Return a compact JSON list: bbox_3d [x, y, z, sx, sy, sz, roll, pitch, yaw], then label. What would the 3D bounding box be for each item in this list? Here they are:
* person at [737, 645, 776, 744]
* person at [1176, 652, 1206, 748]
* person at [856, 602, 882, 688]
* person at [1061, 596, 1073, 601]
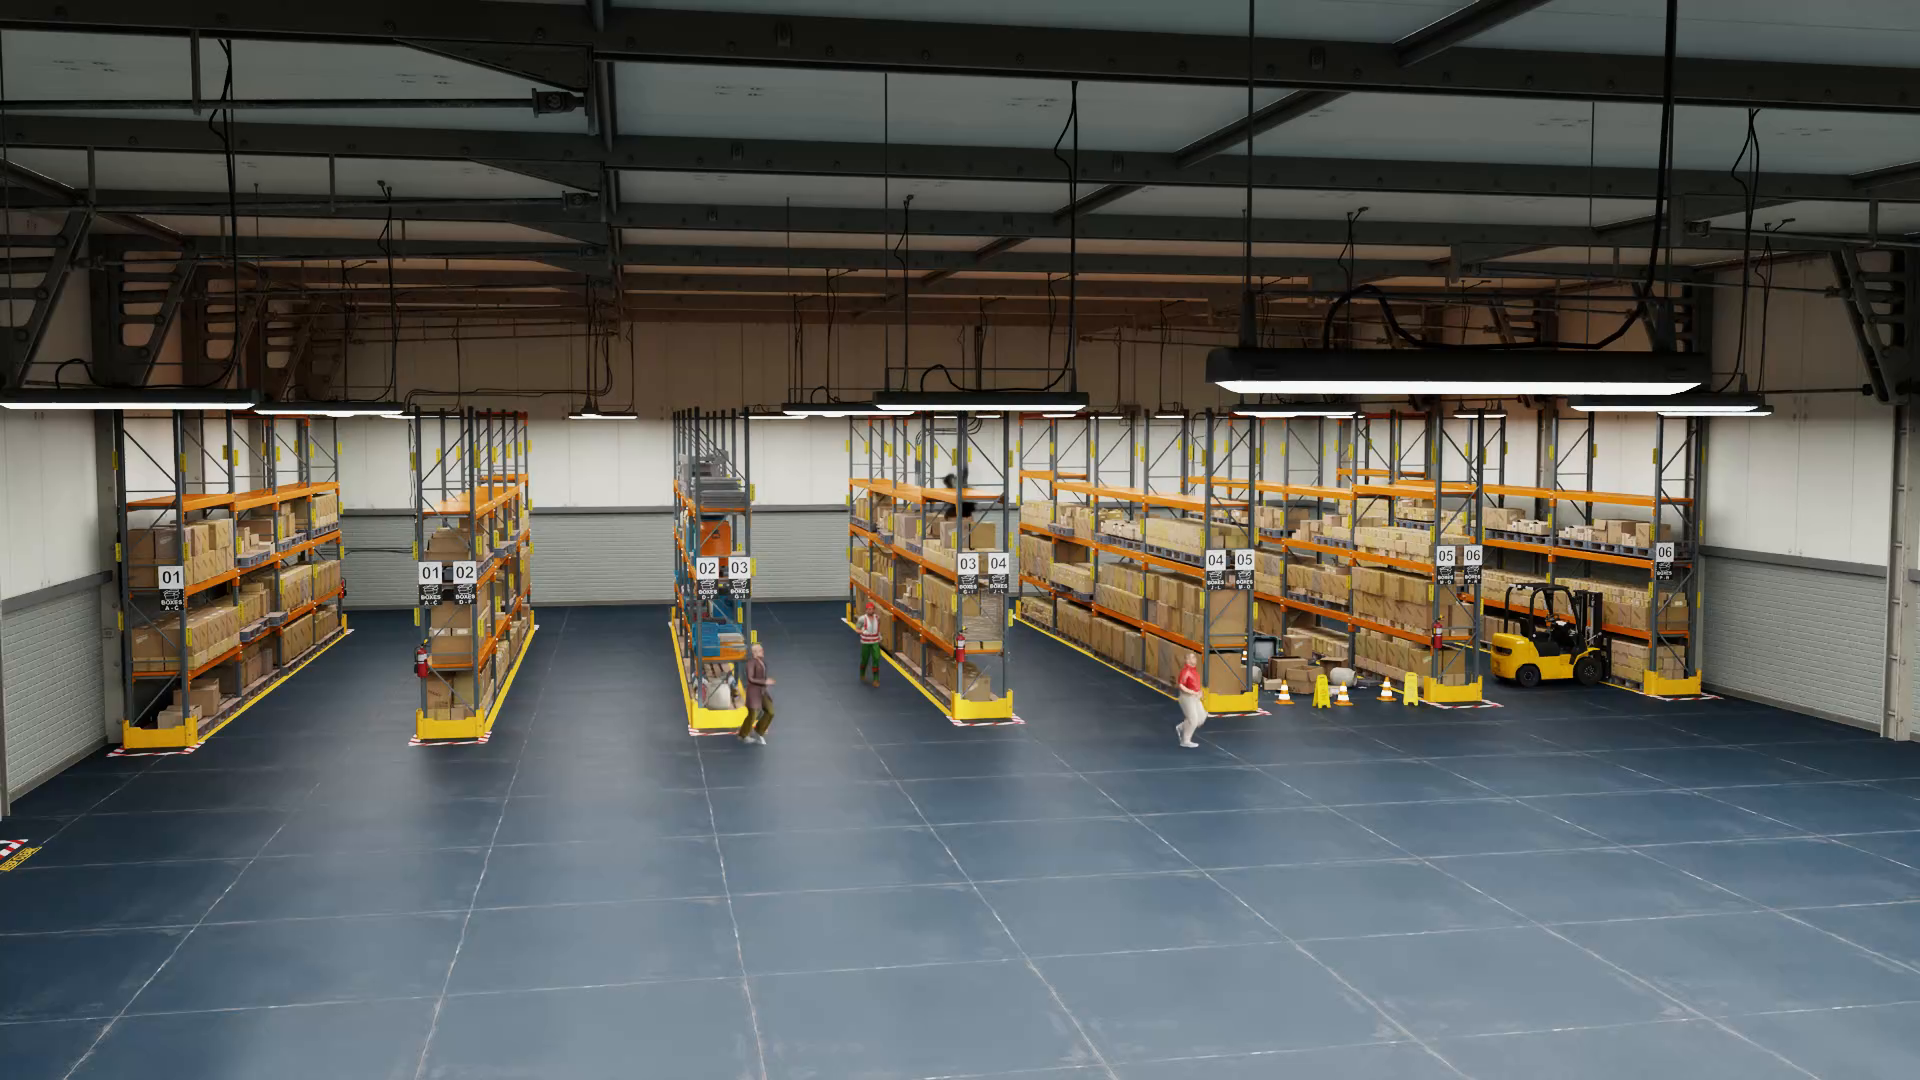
[{"bbox_3d":[-3.579,2.764,29.505,0.787,1.833,0.733,2,4,22],"label":"person"},{"bbox_3d":[4.046,2.803,29.213,0.596,1.677,0.640,2,5,26],"label":"person"},{"bbox_3d":[-1.979,2.256,36.158,0.613,1.823,0.894,-1,4,-19],"label":"person"},{"bbox_3d":[3.194,1.377,49.506,0.753,1.666,0.652,3,5,40],"label":"person"}]
